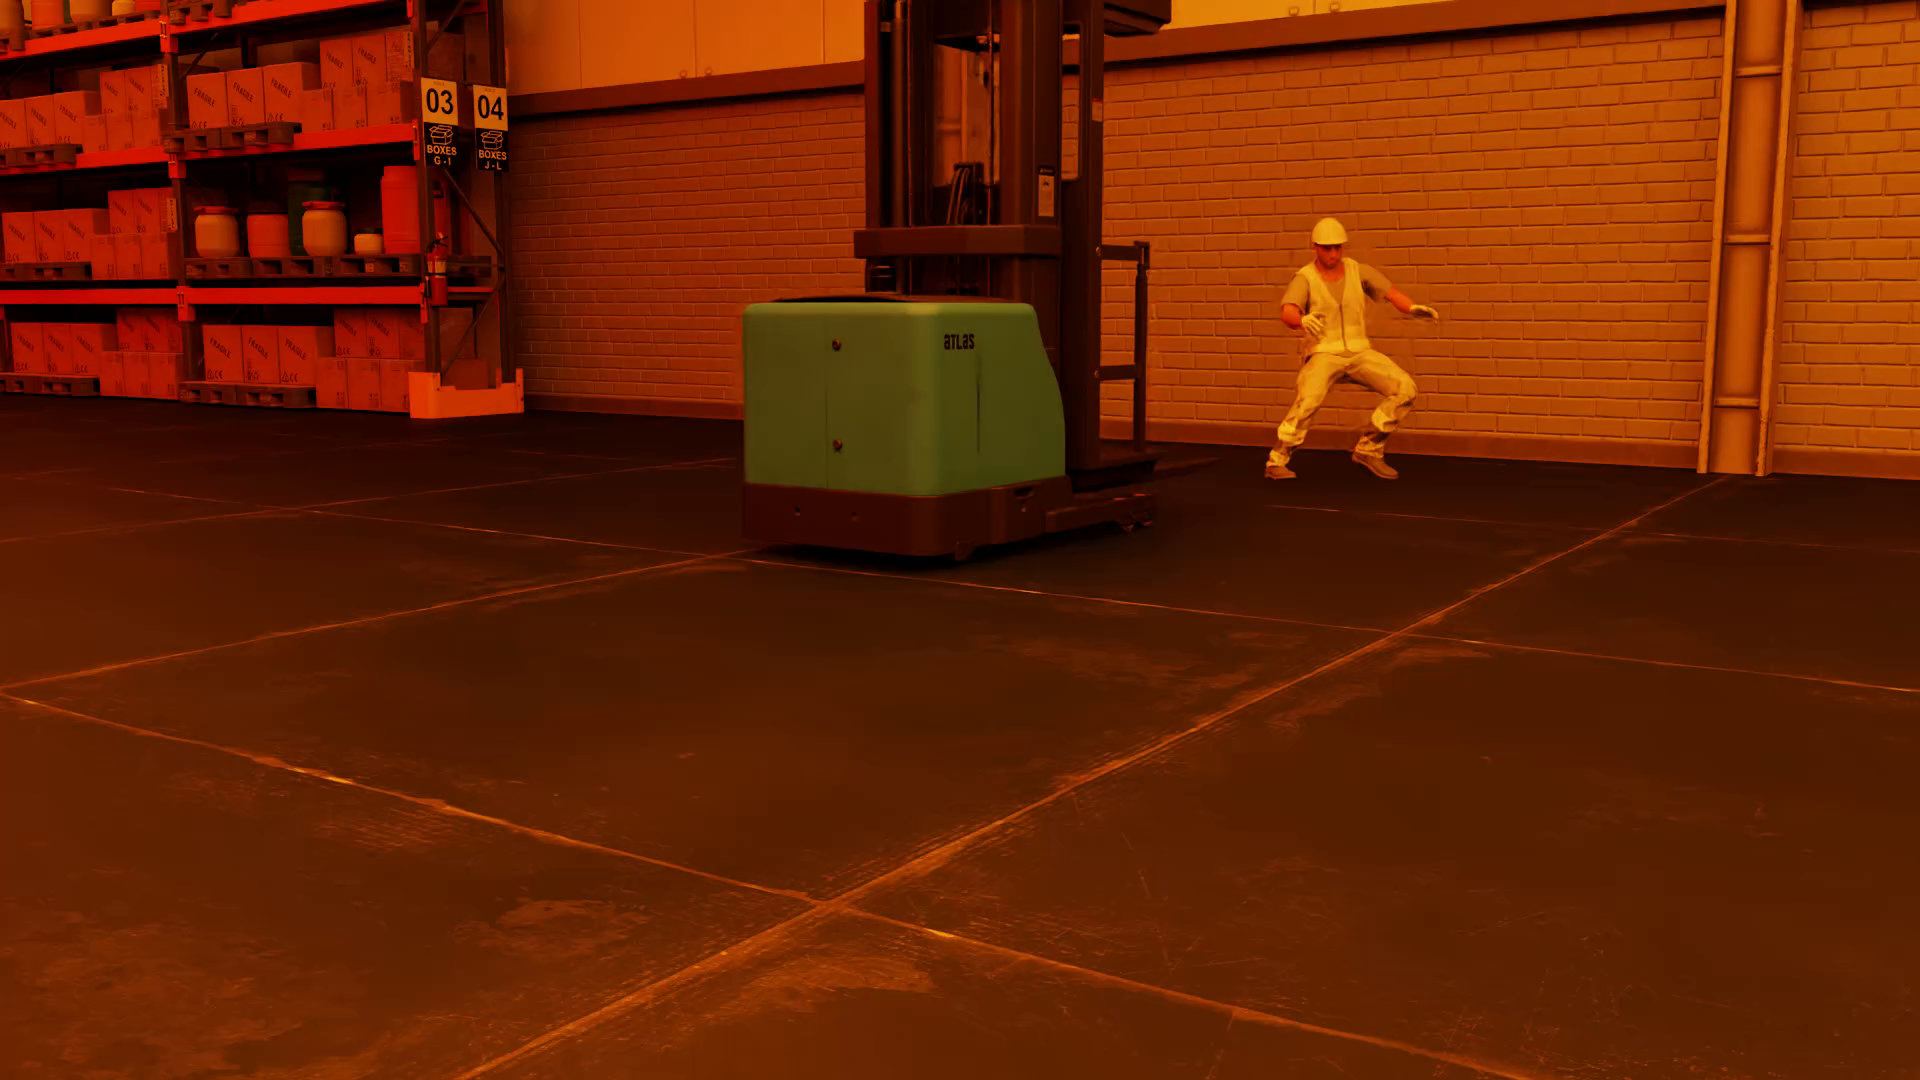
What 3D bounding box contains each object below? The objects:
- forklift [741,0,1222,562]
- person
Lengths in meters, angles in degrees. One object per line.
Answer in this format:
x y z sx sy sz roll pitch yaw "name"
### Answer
0.306 -1.526 7.922 1.130 2.935 3.031 6 10 34 "forklift"
2.280 -1.119 9.757 0.960 1.541 0.773 -1 8 -7 "person"
